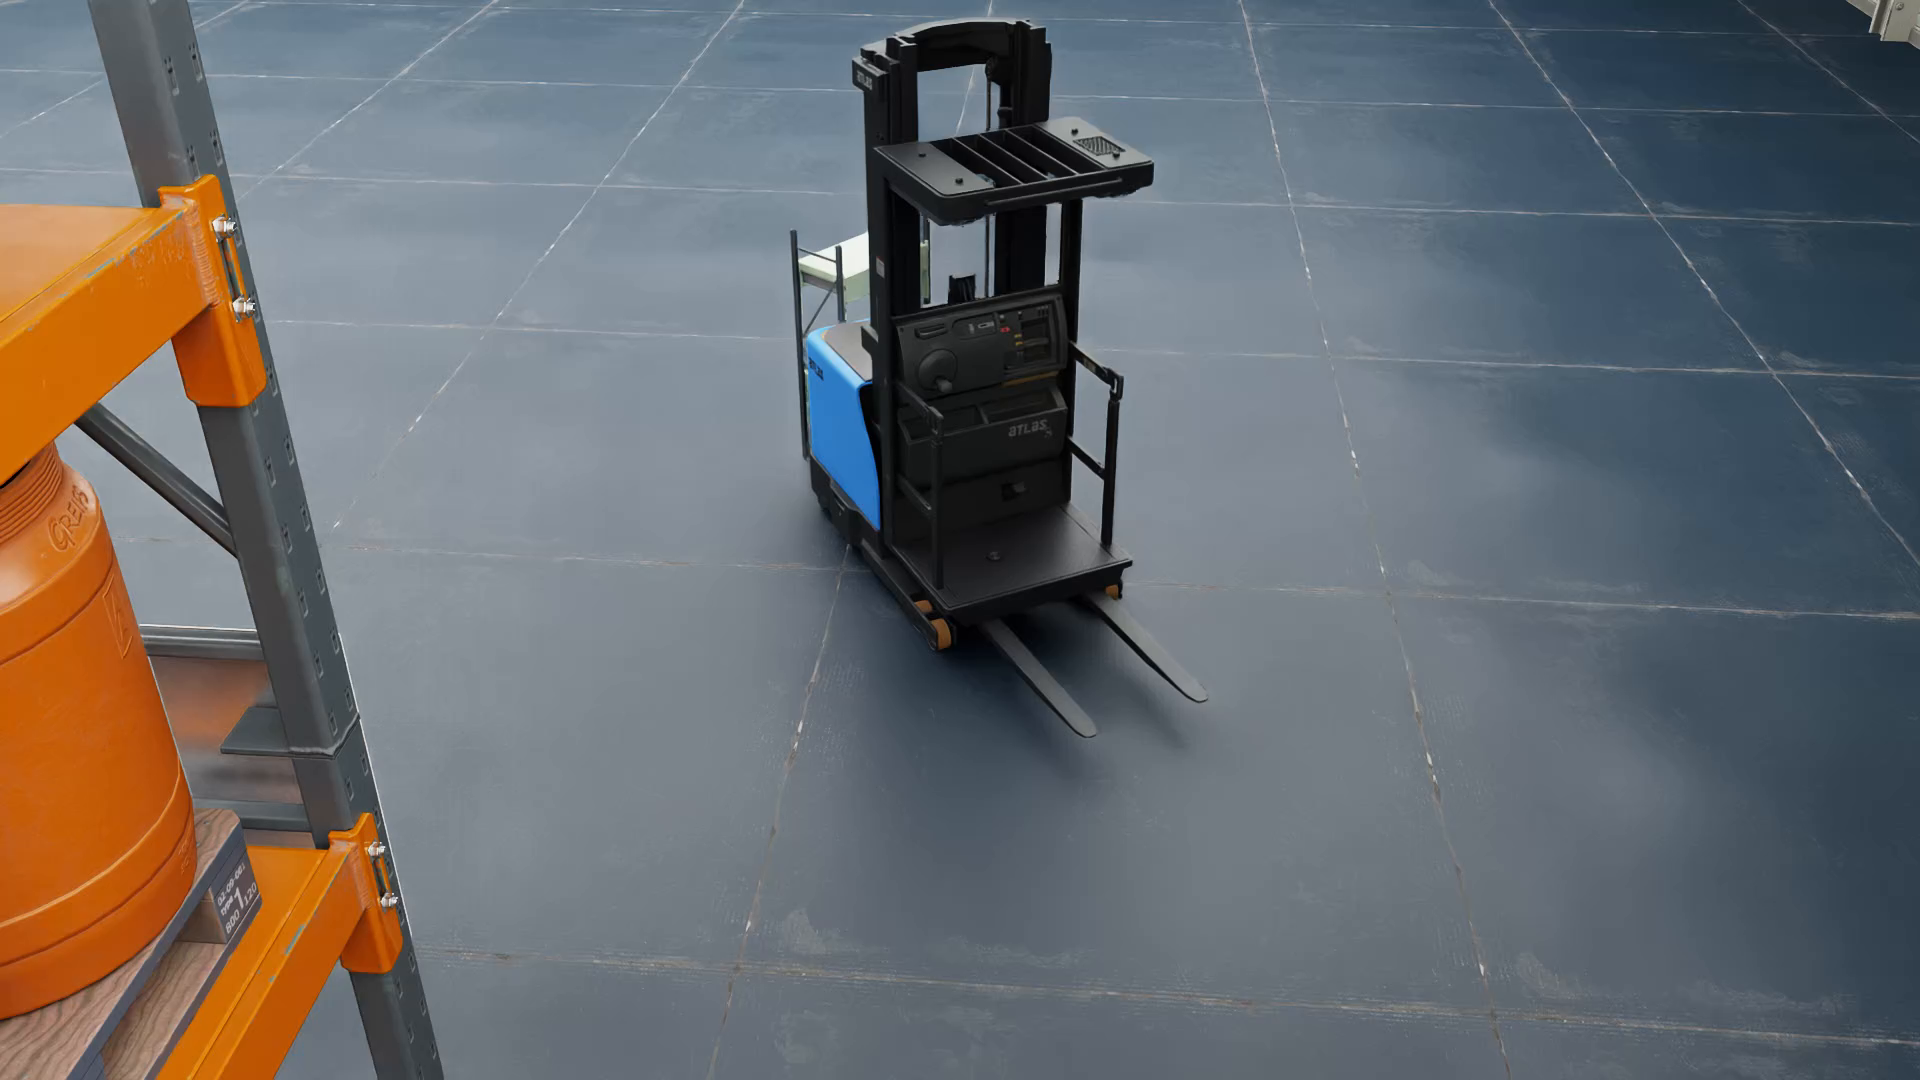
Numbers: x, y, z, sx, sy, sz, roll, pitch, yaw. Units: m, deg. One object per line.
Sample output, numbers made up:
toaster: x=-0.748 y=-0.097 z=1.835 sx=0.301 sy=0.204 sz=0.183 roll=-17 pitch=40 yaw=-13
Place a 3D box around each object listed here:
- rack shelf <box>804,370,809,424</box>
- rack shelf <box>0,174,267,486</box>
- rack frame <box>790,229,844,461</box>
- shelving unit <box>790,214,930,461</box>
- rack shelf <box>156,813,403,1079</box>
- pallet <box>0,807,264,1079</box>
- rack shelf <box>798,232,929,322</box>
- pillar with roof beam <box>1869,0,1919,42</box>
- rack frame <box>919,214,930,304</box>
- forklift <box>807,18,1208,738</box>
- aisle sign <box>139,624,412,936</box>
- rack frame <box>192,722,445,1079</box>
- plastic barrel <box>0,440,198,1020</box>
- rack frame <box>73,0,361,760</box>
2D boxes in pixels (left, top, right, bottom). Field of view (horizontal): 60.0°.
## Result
rack shelf: x=-0.580 y=-0.949 z=10.262 sx=0.431 sy=0.370 sz=0.720 roll=25 pitch=39 yaw=34
rack shelf: x=-1.837 y=0.606 z=1.037 sx=1.077 sy=0.370 sz=4.000 roll=2 pitch=32 yaw=4
rack frame: x=-0.822 y=-1.082 z=9.856 sx=0.400 sy=1.500 sz=0.023 roll=25 pitch=39 yaw=34
shelving unit: x=-0.580 y=-1.226 z=10.090 sx=0.431 sy=1.500 sz=0.755 roll=25 pitch=39 yaw=34
rack shelf: x=-1.837 y=1.713 z=1.719 sx=1.077 sy=0.370 sz=4.000 roll=2 pitch=32 yaw=4
pallet: x=-1.839 y=0.869 z=2.582 sx=1.003 sy=0.211 sz=1.213 roll=2 pitch=32 yaw=4
rack shelf: x=-0.580 y=-1.558 z=9.886 sx=0.431 sy=0.370 sz=0.720 roll=25 pitch=39 yaw=34
pillar with roof beam: x=6.180 y=-9.686 z=16.671 sx=9.100 sy=9.000 sz=0.400 roll=2 pitch=32 yaw=4
rack frame: x=-0.339 y=-1.370 z=10.324 sx=0.400 sy=1.500 sz=0.023 roll=25 pitch=39 yaw=34
forklift: x=0.215 y=-0.940 z=8.262 sx=1.130 sy=2.935 sz=3.031 roll=-14 pitch=34 yaw=-22
aisle sign: x=-1.372 y=0.506 z=3.373 sx=0.394 sy=0.787 sz=0.004 roll=2 pitch=32 yaw=4
rack frame: x=-1.674 y=1.637 z=4.014 sx=1.000 sy=3.000 sz=0.127 roll=2 pitch=32 yaw=4
plastic barrel: x=-1.587 y=0.258 z=2.583 sx=0.600 sy=0.830 sz=0.708 roll=2 pitch=32 yaw=4
rack frame: x=-1.674 y=-0.917 z=2.440 sx=1.000 sy=3.000 sz=0.127 roll=2 pitch=32 yaw=4
